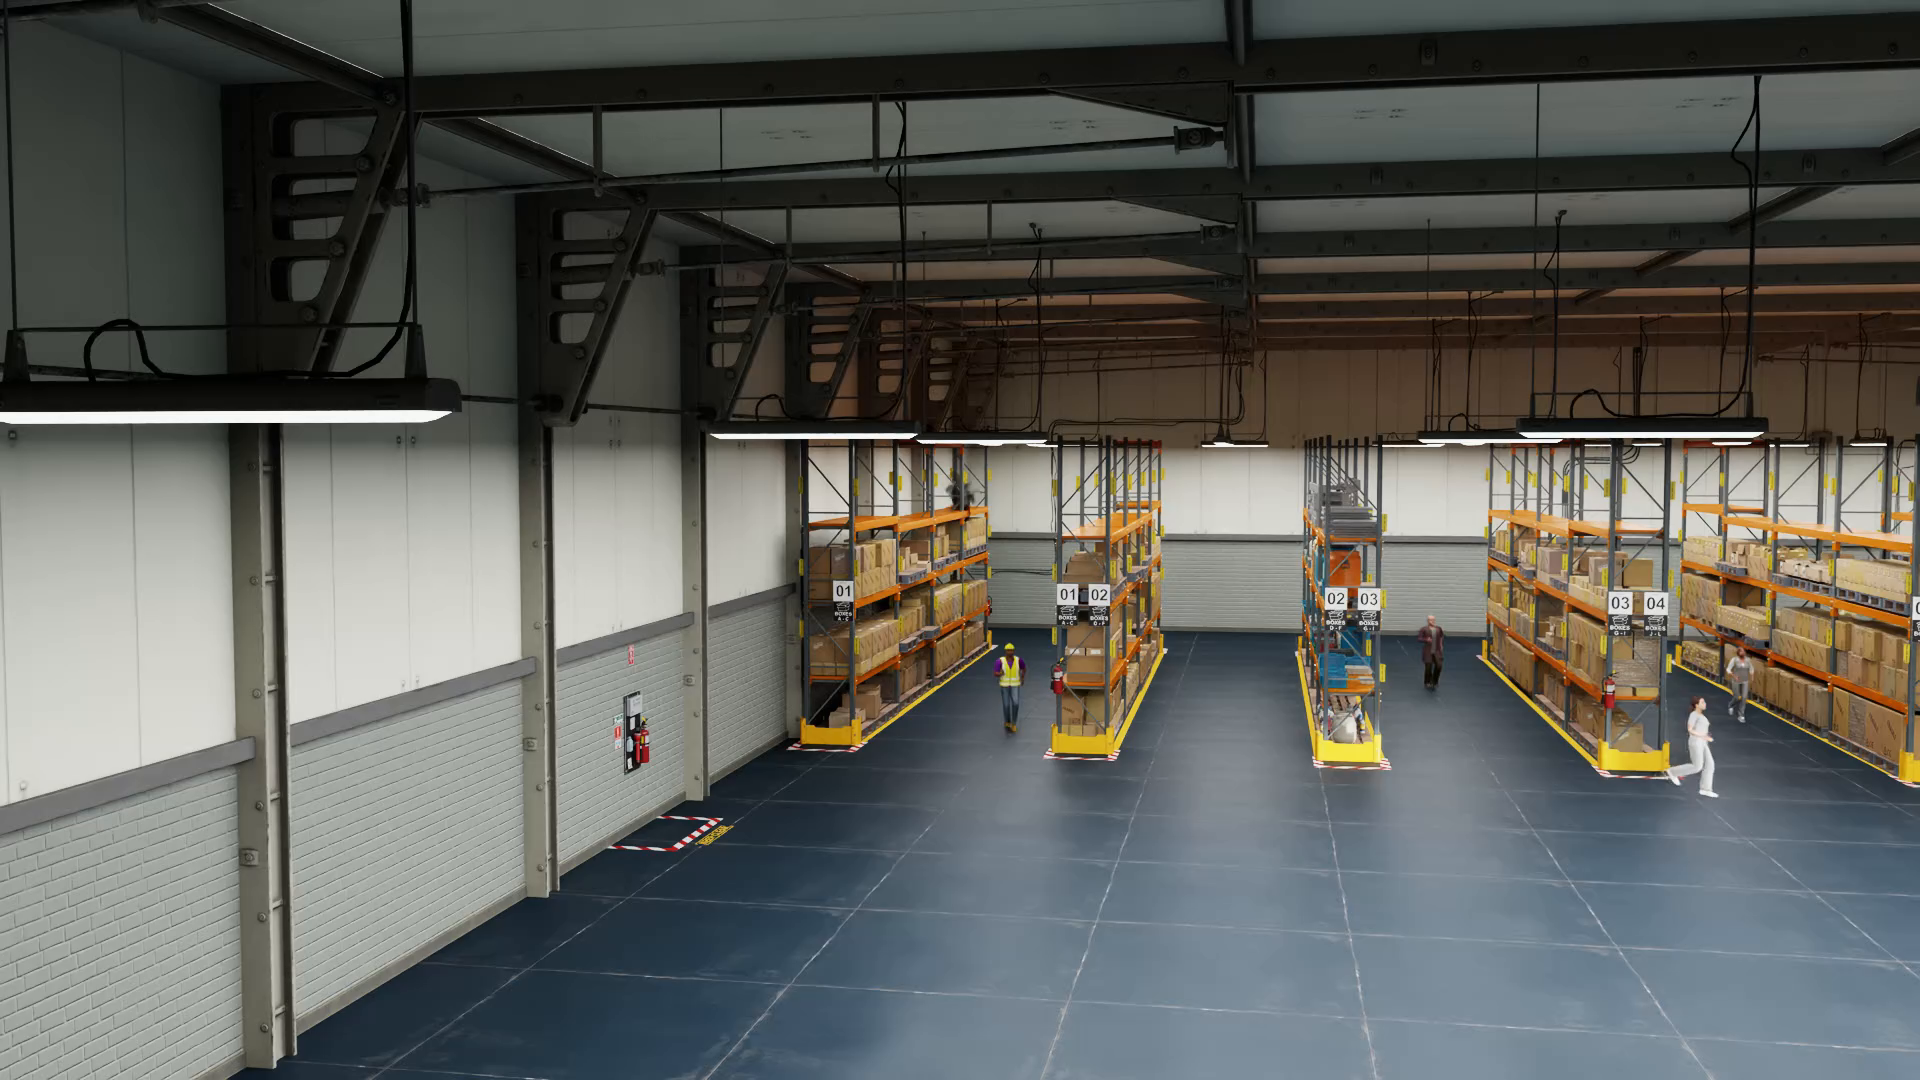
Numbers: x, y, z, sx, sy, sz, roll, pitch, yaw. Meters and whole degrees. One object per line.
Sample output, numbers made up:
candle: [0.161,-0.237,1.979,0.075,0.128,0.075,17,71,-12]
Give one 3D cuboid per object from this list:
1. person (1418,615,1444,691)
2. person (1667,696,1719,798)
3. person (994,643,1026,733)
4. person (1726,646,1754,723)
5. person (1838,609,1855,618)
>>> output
person: [11.244,2.705,39.588,0.688,1.814,0.754,0,3,1]
person: [12.225,3.414,27.661,0.827,1.659,0.570,3,4,40]
person: [1.020,3.013,33.862,0.673,1.812,0.706,0,3,1]
person: [16.527,3.037,35.231,0.566,1.591,0.681,0,3,8]
person: [24.006,2.457,45.142,0.732,1.719,0.579,1,3,14]
